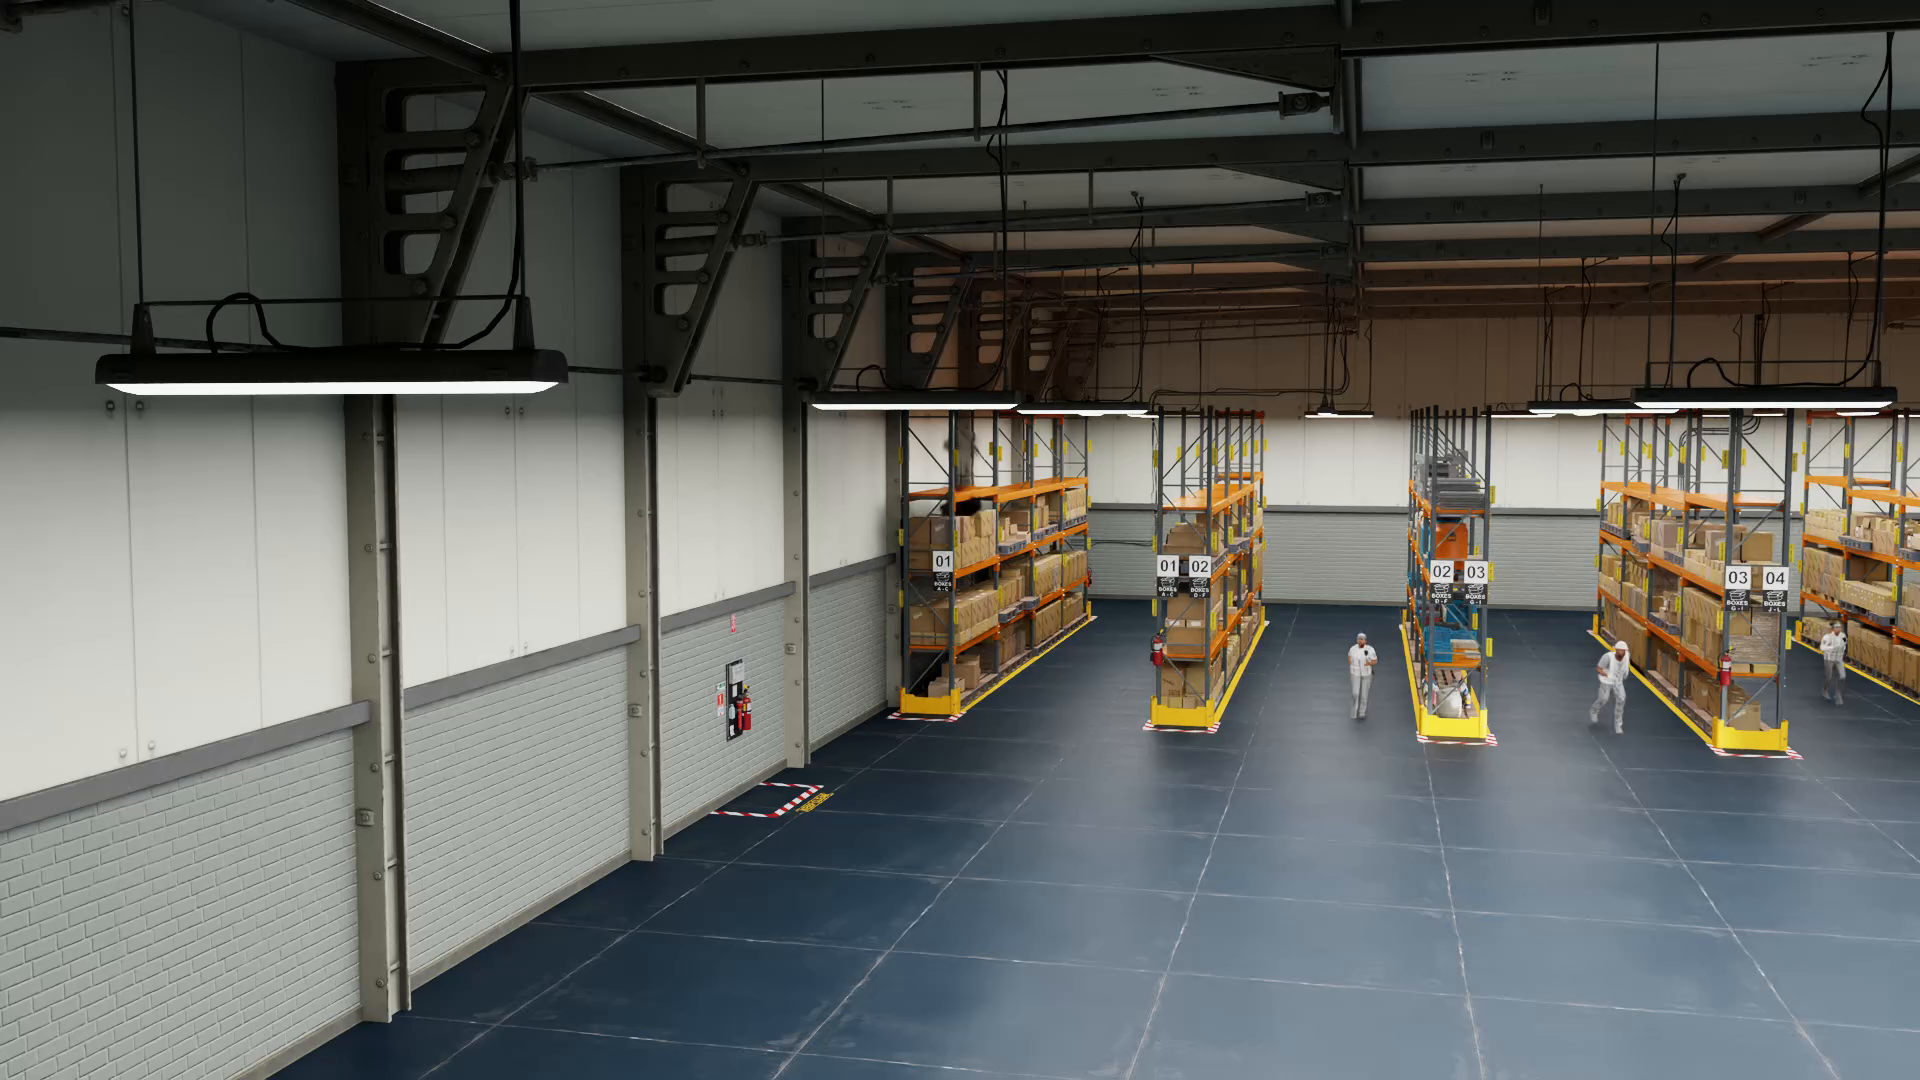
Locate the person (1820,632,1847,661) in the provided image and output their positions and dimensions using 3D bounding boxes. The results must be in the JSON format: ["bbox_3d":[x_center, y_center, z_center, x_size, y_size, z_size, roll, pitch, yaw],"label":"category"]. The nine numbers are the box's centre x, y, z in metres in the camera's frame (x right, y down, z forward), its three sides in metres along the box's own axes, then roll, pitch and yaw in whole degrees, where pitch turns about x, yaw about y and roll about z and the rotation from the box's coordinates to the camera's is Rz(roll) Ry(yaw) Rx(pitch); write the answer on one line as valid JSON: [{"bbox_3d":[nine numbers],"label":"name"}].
[{"bbox_3d":[17.676,2.142,33.569,0.595,0.581,0.620,1,4,9],"label":"person"}]

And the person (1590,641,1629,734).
[{"bbox_3d":[12.025,2.686,30.827,0.462,1.729,1.054,-1,4,-13],"label":"person"}]

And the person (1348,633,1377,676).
[{"bbox_3d":[7.699,2.197,31.845,0.576,0.830,0.609,1,4,19],"label":"person"}]
